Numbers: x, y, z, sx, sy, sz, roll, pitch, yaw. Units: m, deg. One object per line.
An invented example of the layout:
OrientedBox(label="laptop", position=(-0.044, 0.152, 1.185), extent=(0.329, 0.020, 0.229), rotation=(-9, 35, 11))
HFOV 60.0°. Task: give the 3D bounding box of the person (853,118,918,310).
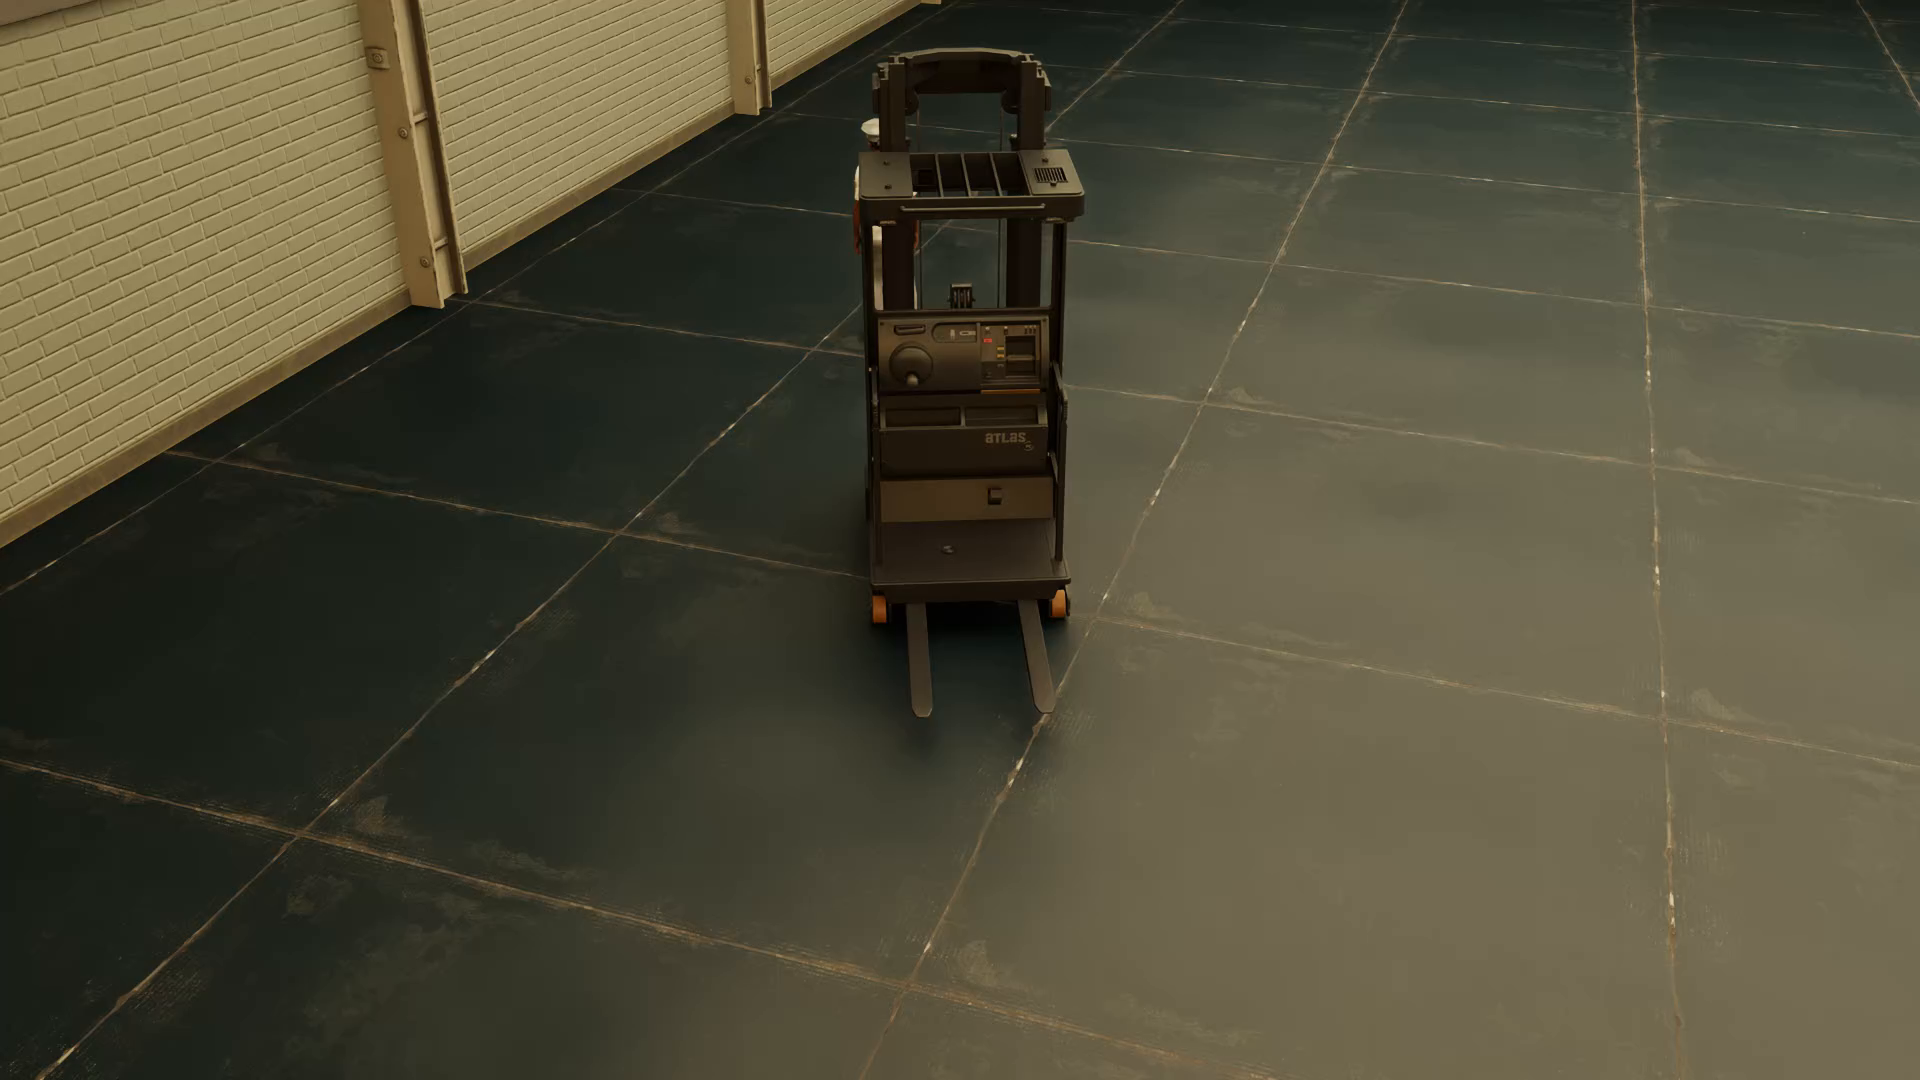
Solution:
OrientedBox(label="person", position=(-0.541, -2.284, 12.433), extent=(0.527, 1.656, 0.397), rotation=(-6, 30, -10))

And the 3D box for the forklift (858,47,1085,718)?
OrientedBox(label="forklift", position=(0.035, -0.972, 8.842), extent=(1.130, 2.935, 3.031), rotation=(-2, 30, -3))
